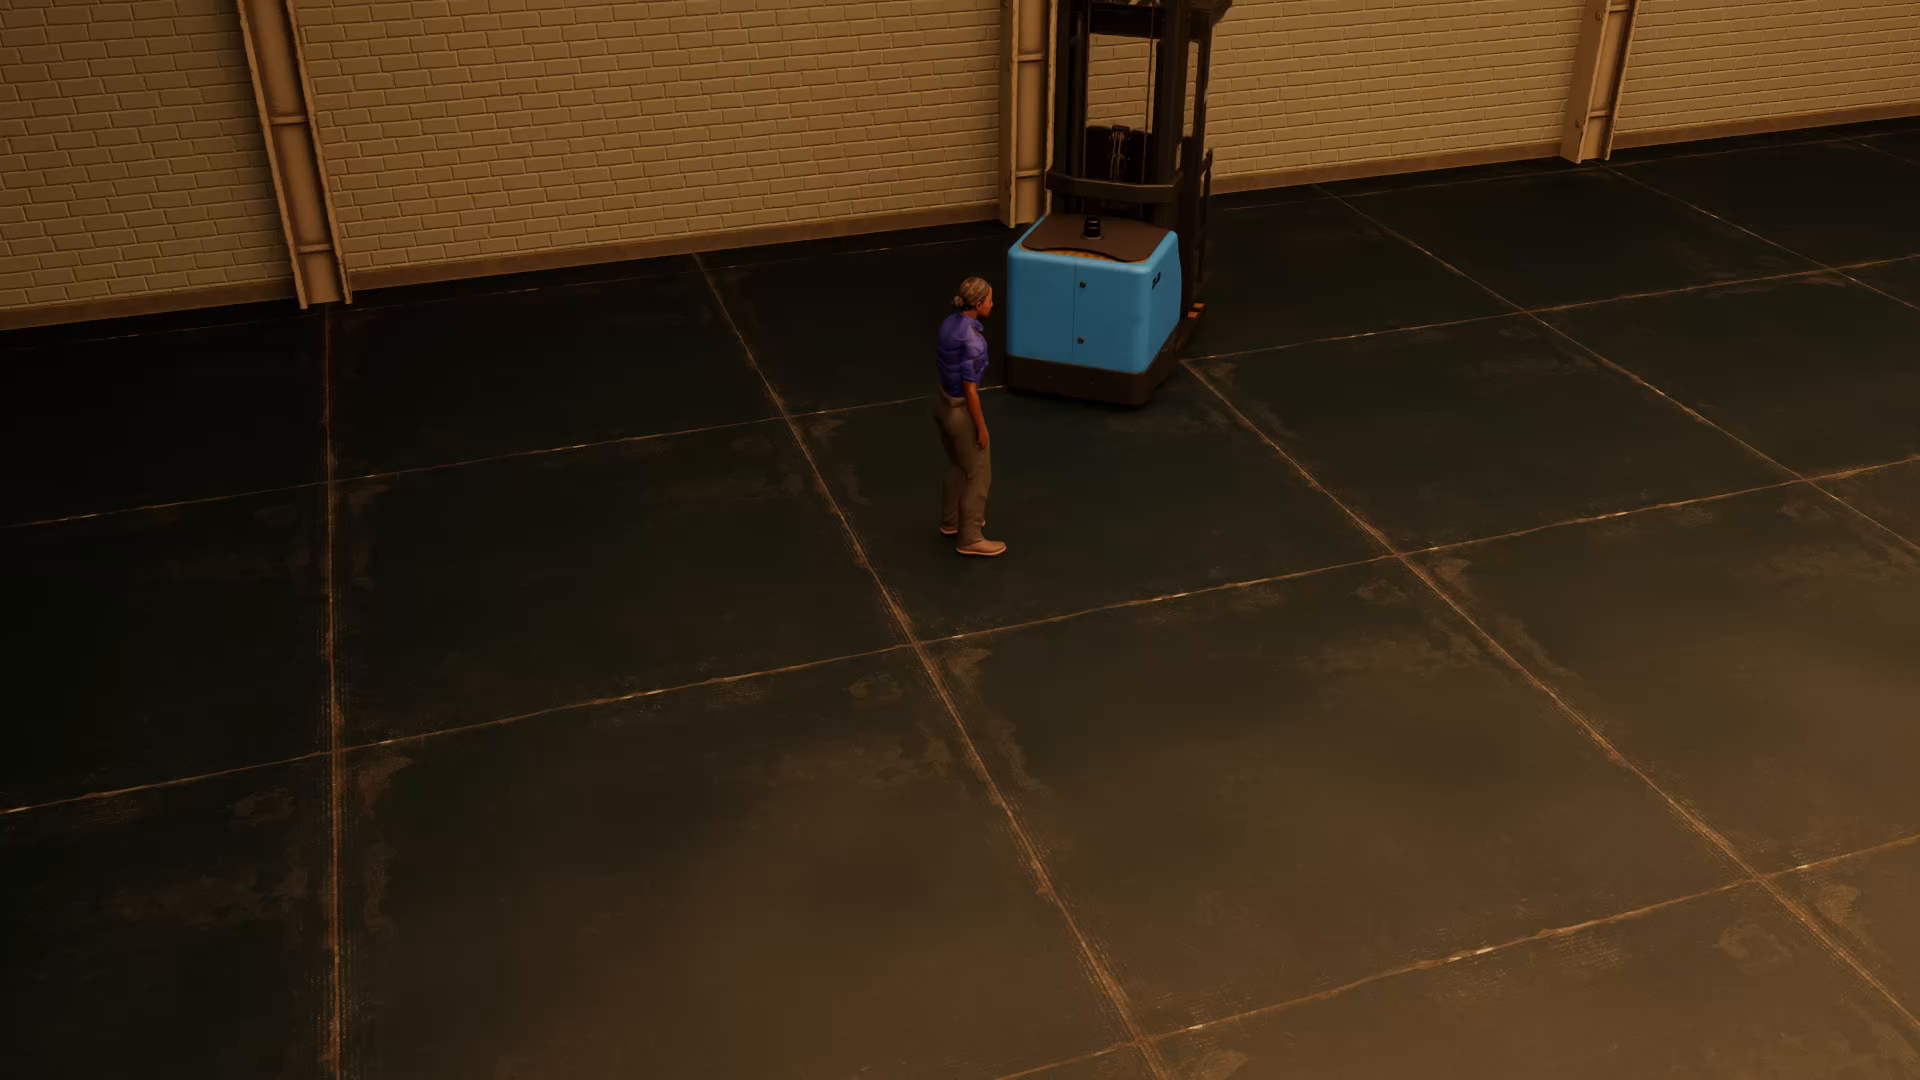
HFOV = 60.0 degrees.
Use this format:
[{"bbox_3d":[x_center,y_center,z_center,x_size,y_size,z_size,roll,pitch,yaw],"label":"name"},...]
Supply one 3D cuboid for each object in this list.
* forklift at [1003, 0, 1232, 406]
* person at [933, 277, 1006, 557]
[{"bbox_3d":[1.291,-2.921,12.163,1.130,2.935,3.031,10,31,17],"label":"forklift"},{"bbox_3d":[0.037,-0.722,9.624,0.349,1.654,0.513,-11,32,-18],"label":"person"}]
